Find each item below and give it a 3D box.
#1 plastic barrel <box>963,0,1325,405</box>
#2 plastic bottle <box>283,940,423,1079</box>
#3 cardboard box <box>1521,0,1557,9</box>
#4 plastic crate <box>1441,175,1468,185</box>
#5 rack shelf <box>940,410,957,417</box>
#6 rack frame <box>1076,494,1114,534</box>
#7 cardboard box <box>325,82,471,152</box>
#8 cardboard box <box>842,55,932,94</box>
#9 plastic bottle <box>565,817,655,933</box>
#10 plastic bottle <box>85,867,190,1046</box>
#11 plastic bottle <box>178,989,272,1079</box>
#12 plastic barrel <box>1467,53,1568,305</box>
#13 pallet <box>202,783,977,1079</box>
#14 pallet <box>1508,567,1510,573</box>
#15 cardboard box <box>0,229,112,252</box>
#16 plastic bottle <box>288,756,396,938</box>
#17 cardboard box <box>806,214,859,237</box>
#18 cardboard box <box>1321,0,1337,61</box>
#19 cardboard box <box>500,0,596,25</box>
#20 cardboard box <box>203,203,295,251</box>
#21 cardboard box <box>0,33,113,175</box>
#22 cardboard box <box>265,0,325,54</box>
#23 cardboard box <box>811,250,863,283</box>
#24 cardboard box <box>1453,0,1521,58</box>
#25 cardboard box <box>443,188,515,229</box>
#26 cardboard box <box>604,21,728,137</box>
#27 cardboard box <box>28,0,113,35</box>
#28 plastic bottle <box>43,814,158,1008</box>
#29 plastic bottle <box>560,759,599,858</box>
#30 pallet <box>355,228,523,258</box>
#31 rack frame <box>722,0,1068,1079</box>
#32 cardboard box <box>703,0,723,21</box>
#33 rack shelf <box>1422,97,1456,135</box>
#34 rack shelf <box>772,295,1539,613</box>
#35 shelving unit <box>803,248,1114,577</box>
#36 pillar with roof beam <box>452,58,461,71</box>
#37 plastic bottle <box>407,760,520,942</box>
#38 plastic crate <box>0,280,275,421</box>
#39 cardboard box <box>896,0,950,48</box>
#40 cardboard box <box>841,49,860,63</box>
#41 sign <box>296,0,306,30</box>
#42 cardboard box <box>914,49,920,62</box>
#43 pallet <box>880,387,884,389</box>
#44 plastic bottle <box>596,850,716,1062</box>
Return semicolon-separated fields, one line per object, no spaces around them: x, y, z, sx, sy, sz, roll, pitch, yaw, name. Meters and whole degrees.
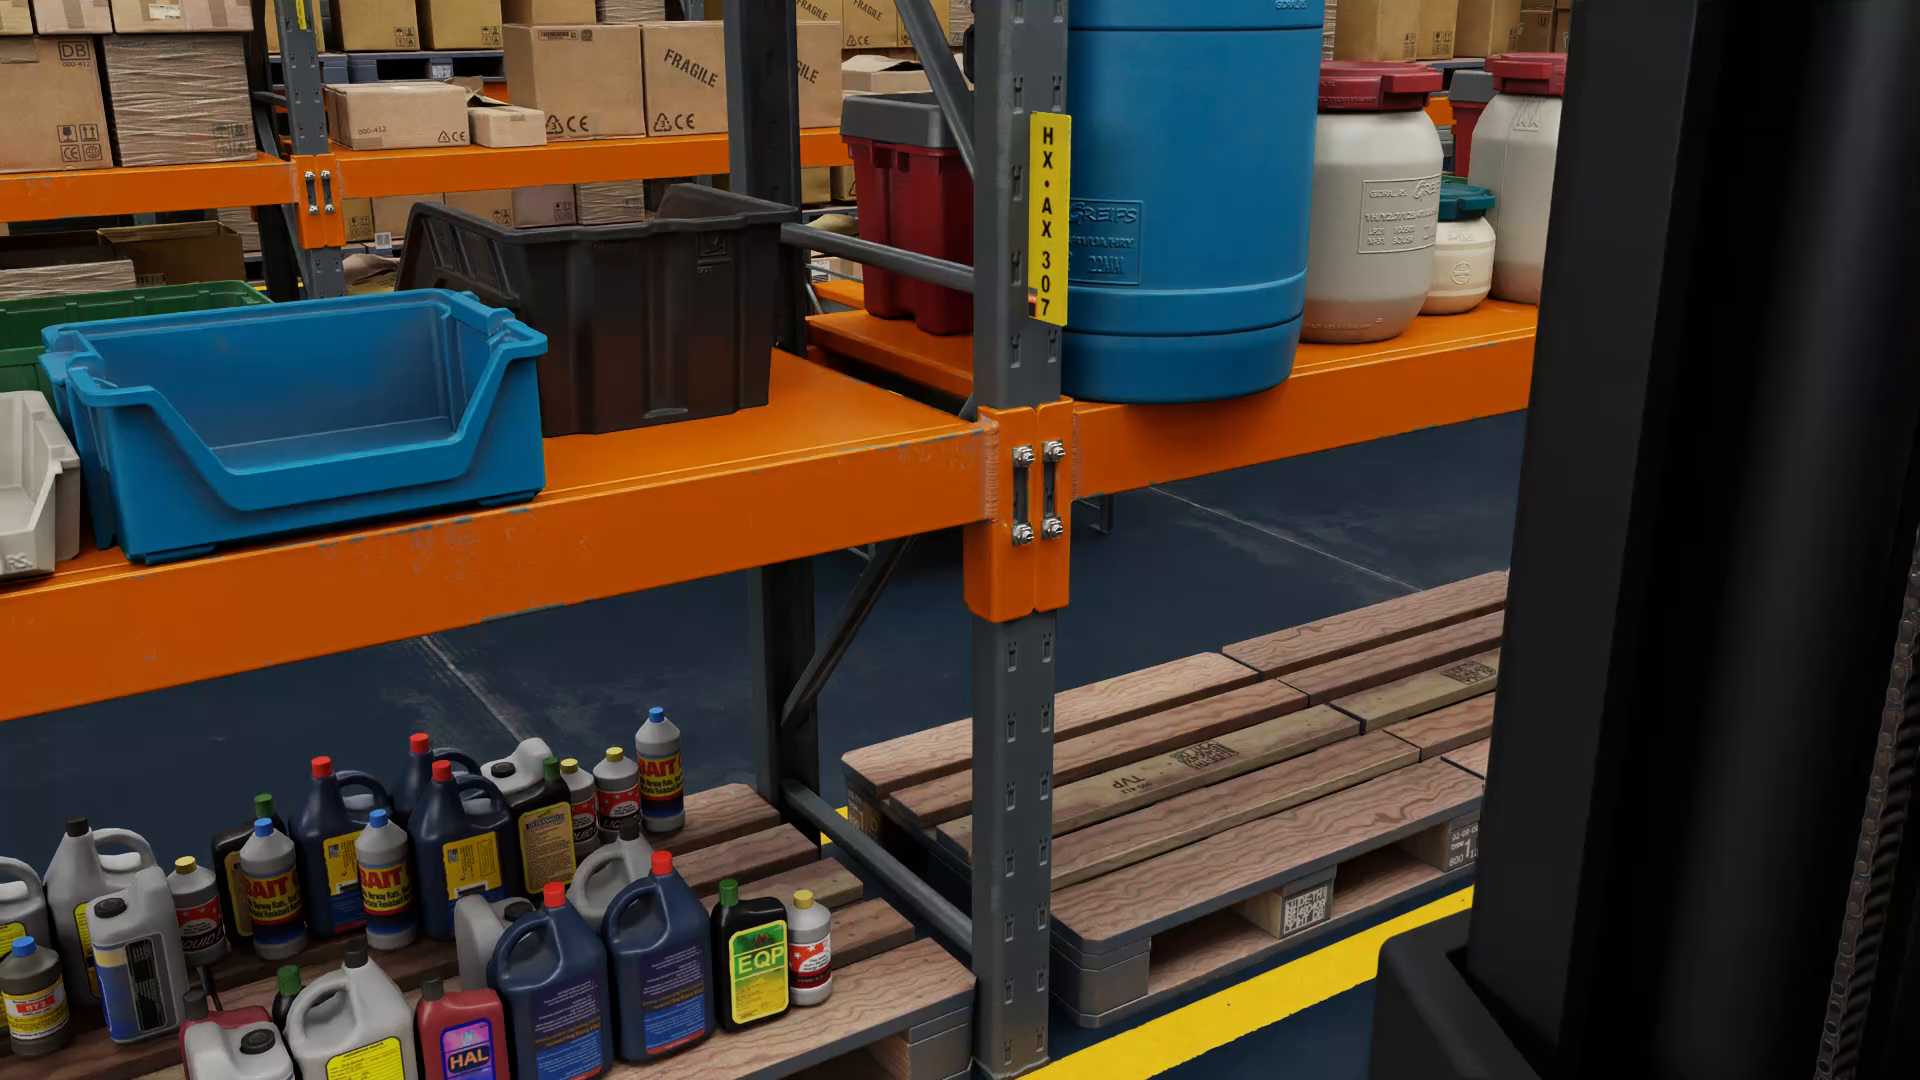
0.336;-0.749;2.993;0.708;0.901;0.600;-12;22;-31;plastic barrel
-0.963;0.803;2.634;0.185;0.351;0.144;-12;22;-32;plastic bottle
4.087;-3.938;11.493;0.500;0.500;0.500;-12;22;-31;cardboard box
1.146;-0.806;4.276;0.662;0.188;0.450;-12;22;-31;plastic crate
0.006;-0.302;6.146;1.000;0.278;0.538;-12;22;-31;rack shelf
0.430;-0.624;6.333;0.032;1.125;0.500;-12;22;-31;rack frame
-2.487;-1.877;7.348;0.500;0.250;0.500;-10;21;-28;cardboard box
-0.387;-2.406;8.818;0.500;0.311;0.500;-12;22;-32;cardboard box
-0.612;0.674;3.016;0.185;0.351;0.144;-12;22;-31;plastic bottle
-1.466;0.732;2.961;0.135;0.276;0.152;-12;22;-31;plastic bottle
-1.159;0.835;2.647;0.133;0.283;0.061;-12;22;-31;plastic bottle
1.379;-0.828;3.797;0.433;0.535;0.433;0;19;0;plastic barrel
-0.737;0.904;3.242;1.213;0.211;1.003;-12;22;-31;pallet
2.519;0.218;5.270;1.213;0.211;1.003;-12;22;-31;pallet
-3.847;-1.013;7.025;0.500;0.500;0.500;-12;22;-31;cardboard box
-1.213;0.587;3.275;0.185;0.351;0.144;-13;23;-34;plastic bottle
-0.567;-1.608;9.079;0.500;0.311;0.500;-13;22;-33;cardboard box
1.799;-3.052;9.776;0.500;0.500;0.700;-8;20;-21;cardboard box
-3.100;-3.943;12.382;0.500;0.500;0.700;-14;23;-36;cardboard box
-4.996;-2.333;11.677;0.500;0.500;0.700;-11;22;-30;cardboard box
-3.678;-1.723;6.501;0.500;0.500;0.700;-12;22;-32;cardboard box
-4.687;-3.607;11.387;0.500;0.500;0.700;-9;21;-26;cardboard box
-0.689;-1.377;8.396;0.500;0.311;0.500;-12;22;-32;cardboard box
3.288;-3.482;11.048;0.700;0.500;0.500;14;23;35;cardboard box
-3.727;-2.607;12.490;0.500;0.500;0.700;-12;22;-32;cardboard box
-1.366;-2.209;7.939;0.500;0.500;0.500;-12;22;-31;cardboard box
-3.409;-2.009;6.336;0.250;0.149;0.380;-13;22;-33;cardboard box
-1.568;0.662;3.054;0.185;0.351;0.144;-12;22;-32;plastic bottle
-0.830;0.568;3.564;0.097;0.201;0.097;0;19;0;plastic bottle
-3.933;-2.207;12.443;1.213;0.211;1.003;-12;22;-31;pallet
-0.153;-0.524;3.112;0.127;3.000;1.000;-12;22;-31;rack frame
-1.715;-4.094;13.018;0.500;0.500;0.500;-11;22;-30;cardboard box
2.137;-2.566;10.274;4.000;0.370;1.077;-12;22;-31;rack shelf
1.517;-0.536;4.269;4.000;0.370;1.077;-12;22;-31;rack shelf
0.006;-0.534;6.068;1.048;1.125;0.538;-12;22;-31;shelving unit
-1.455;-5.572;8.674;0.400;9.000;9.100;-12;22;-31;pillar with roof beam
-0.976;0.592;3.259;0.185;0.351;0.144;-12;22;-31;plastic bottle
-1.442;-0.260;2.662;0.662;0.188;0.450;-12;22;-31;plastic crate
-0.427;-4.364;13.819;0.500;0.500;0.500;-11;22;-30;cardboard box
-1.021;-3.957;13.626;0.250;0.149;0.380;-11;22;-30;cardboard box
-2.568;-2.149;6.443;0.005;0.325;0.100;-12;22;-31;sign
-0.360;-4.083;13.999;0.250;0.149;0.380;-11;22;-30;cardboard box
-0.243;-1.099;9.165;1.213;0.211;1.003;-12;22;-31;pallet
-0.533;0.713;2.902;0.185;0.351;0.144;-13;22;-33;plastic bottle
